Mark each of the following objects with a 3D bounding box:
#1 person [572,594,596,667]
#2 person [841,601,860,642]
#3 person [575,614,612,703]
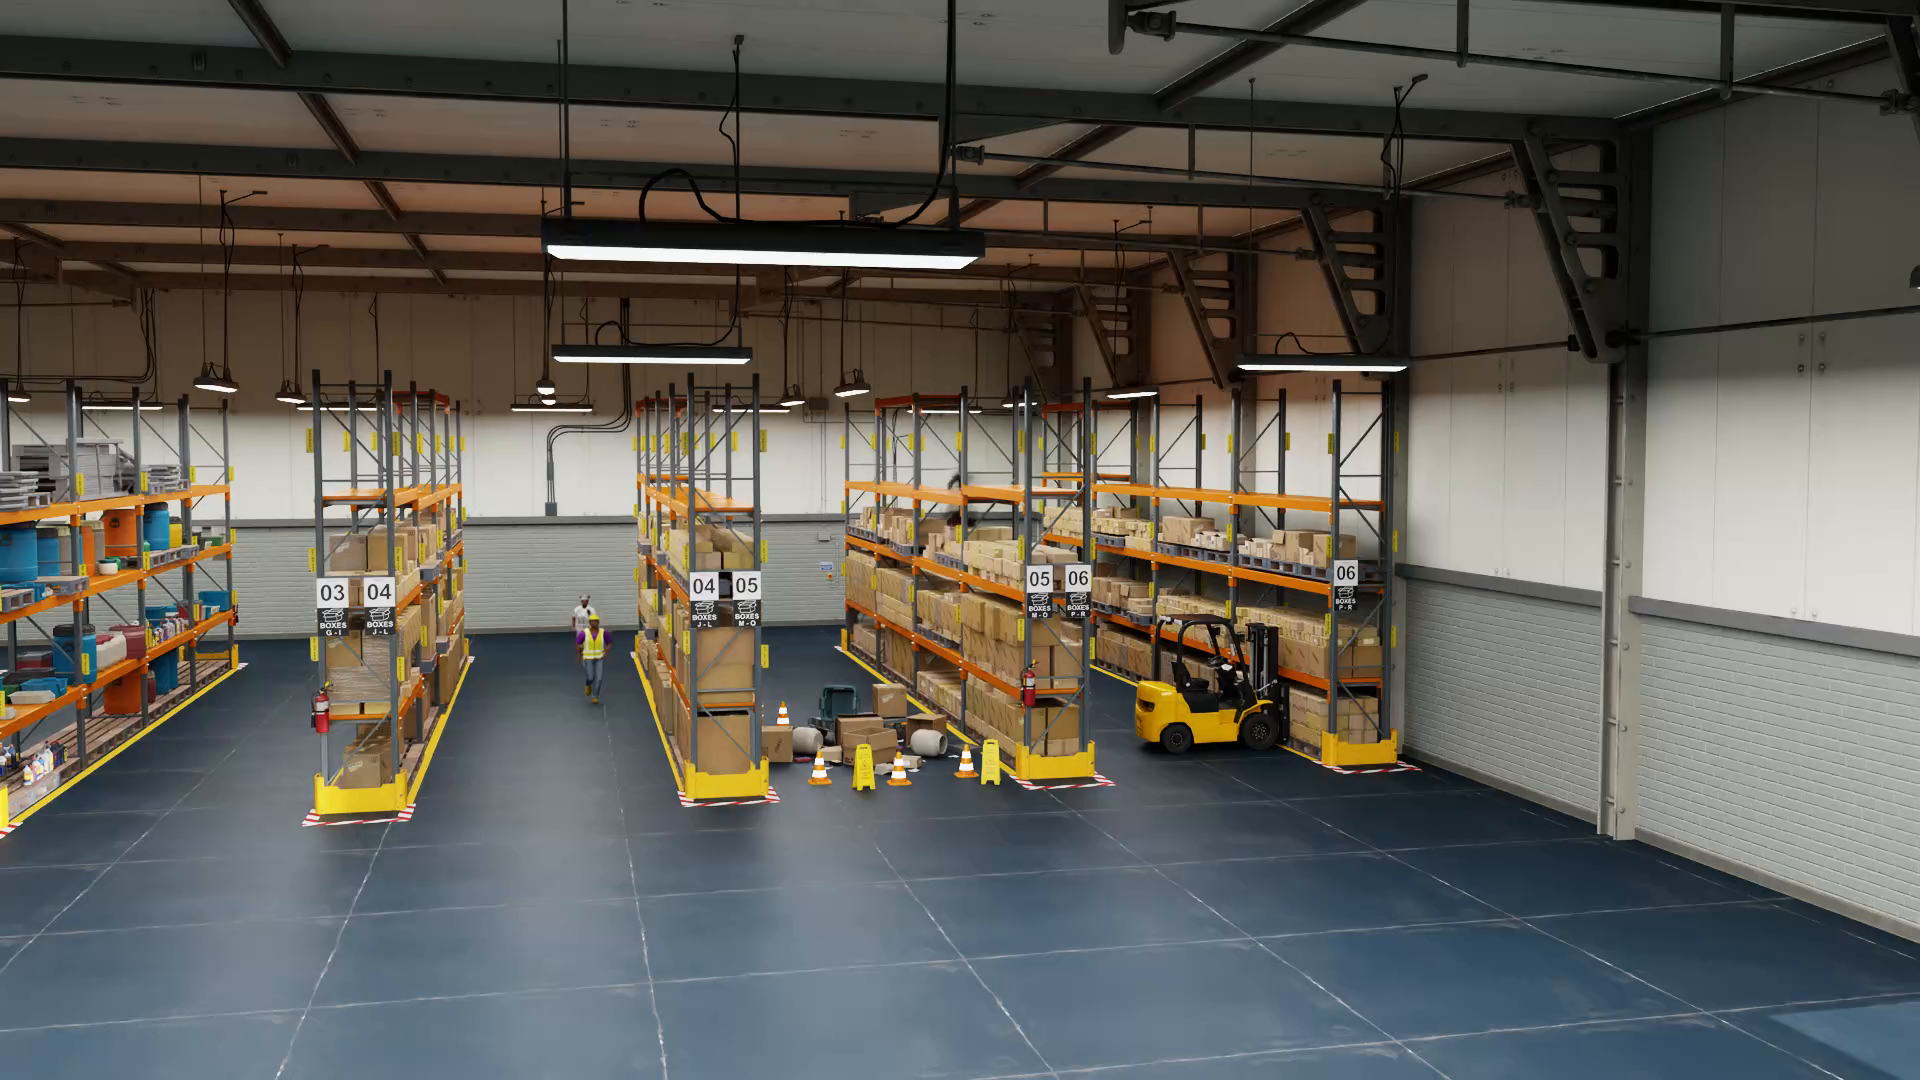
[{"bbox_3d":[-8.426,2.036,37.246,0.560,1.640,0.586,-1,3,-9],"label":"person"},{"bbox_3d":[-2.652,1.755,41.747,0.867,1.690,0.688,1,3,14],"label":"person"},{"bbox_3d":[-7.064,2.290,32.133,0.701,1.715,0.587,-1,3,-18],"label":"person"}]
